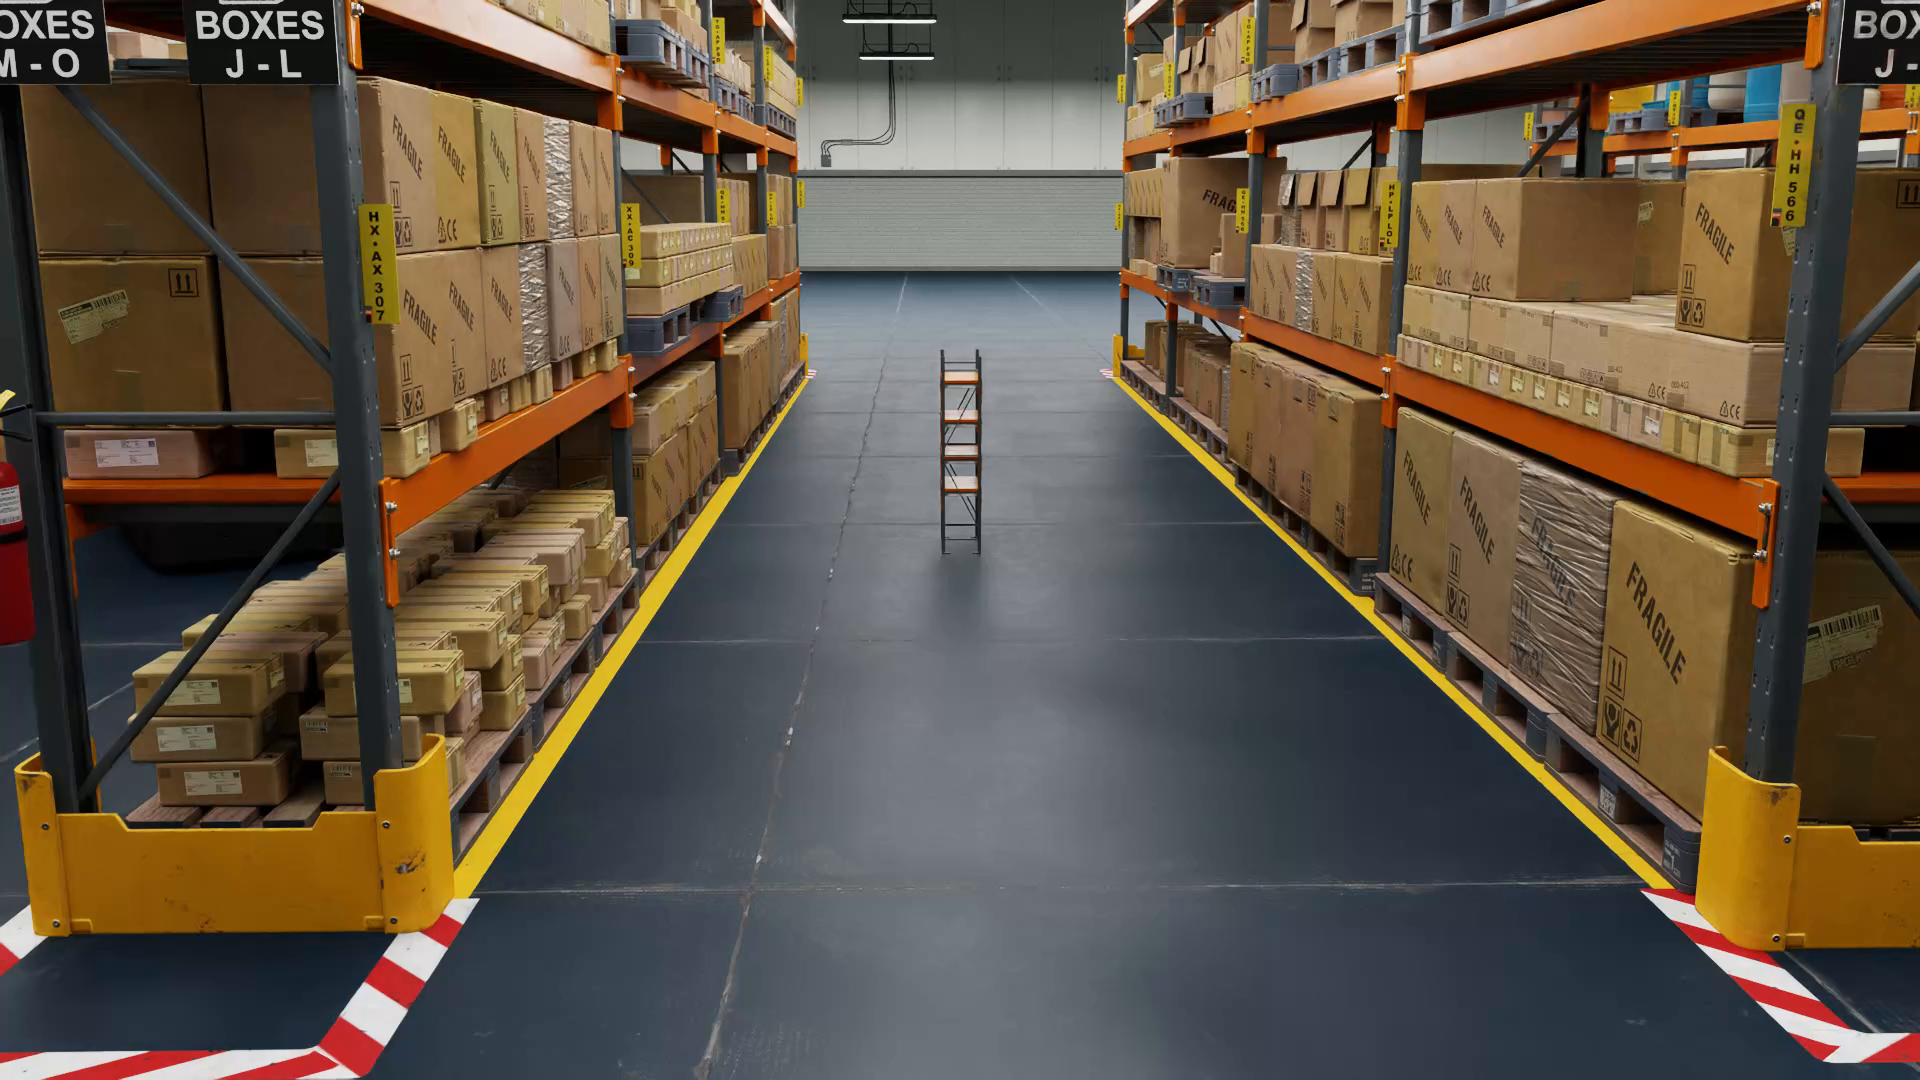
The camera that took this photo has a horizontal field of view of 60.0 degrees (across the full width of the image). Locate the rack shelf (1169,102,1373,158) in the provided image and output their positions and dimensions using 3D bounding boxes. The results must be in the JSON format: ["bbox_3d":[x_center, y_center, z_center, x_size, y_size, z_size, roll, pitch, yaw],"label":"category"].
[{"bbox_3d":[2.607,-3.439,14.233,1.077,0.370,4.000,0,11,-1],"label":"rack shelf"}]

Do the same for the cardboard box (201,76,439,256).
[{"bbox_3d":[-1.891,-1.109,4.966,0.500,0.500,0.500,0,11,-2],"label":"cardboard box"}]

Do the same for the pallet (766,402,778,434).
[{"bbox_3d":[-2.304,-1.199,15.940,1.003,0.211,1.213,0,11,-1],"label":"pallet"}]

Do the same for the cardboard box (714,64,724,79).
[{"bbox_3d":[-2.107,-3.750,12.871,0.500,0.311,0.500,0,11,-1],"label":"cardboard box"}]

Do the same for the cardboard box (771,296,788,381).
[{"bbox_3d":[-2.360,-2.188,18.088,0.875,0.875,0.875,0,11,-1],"label":"cardboard box"}]

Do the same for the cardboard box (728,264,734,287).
[{"bbox_3d":[-1.843,-1.910,12.007,0.380,0.149,0.250,0,11,0],"label":"cardboard box"}]

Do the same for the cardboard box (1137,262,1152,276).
[{"bbox_3d":[2.185,-3.035,18.607,0.380,0.149,0.250,0,11,-1],"label":"cardboard box"}]

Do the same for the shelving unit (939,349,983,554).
[{"bbox_3d":[0.003,-0.555,10.278,0.258,1.200,0.503,0,11,-1],"label":"shelving unit"}]

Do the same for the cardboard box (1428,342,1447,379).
[{"bbox_3d":[2.417,-0.841,7.793,0.380,0.149,0.250,0,11,1],"label":"cardboard box"}]

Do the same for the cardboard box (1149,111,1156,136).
[{"bbox_3d":[2.279,-4.411,17.588,0.500,0.250,0.500,0,11,-2],"label":"cardboard box"}]

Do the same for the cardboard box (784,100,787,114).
[{"bbox_3d":[-2.101,-4.748,18.199,0.380,0.149,0.250,0,11,0],"label":"cardboard box"}]

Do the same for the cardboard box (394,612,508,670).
[{"bbox_3d":[-1.821,0.356,5.880,0.380,0.149,0.250,0,11,-1],"label":"cardboard box"}]

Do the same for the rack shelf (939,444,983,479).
[{"bbox_3d":[0.003,-0.489,10.291,0.258,0.148,0.480,0,11,-1],"label":"rack shelf"}]

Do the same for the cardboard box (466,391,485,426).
[{"bbox_3d":[-1.948,-0.485,6.039,0.380,0.149,0.250,0,11,-2],"label":"cardboard box"}]

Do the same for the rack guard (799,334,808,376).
[{"bbox_3d":[-2.478,-2.294,20.609,1.175,0.500,0.348,0,11,-1],"label":"rack guard"}]

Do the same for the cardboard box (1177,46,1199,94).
[{"bbox_3d":[2.477,-4.352,15.606,0.797,0.503,0.637,-1,11,-4],"label":"cardboard box"}]

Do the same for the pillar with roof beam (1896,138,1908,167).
[{"bbox_3d":[13.667,-8.748,31.045,9.100,9.000,0.400,0,11,-1],"label":"pillar with roof beam"}]

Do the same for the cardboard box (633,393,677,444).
[{"bbox_3d":[-1.994,-0.731,9.962,0.500,0.250,0.500,0,11,0],"label":"cardboard box"}]

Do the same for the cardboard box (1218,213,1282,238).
[{"bbox_3d":[2.694,-2.632,14.670,0.797,0.503,0.637,1,12,5],"label":"cardboard box"}]

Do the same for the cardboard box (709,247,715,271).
[{"bbox_3d":[-1.824,-1.852,10.969,0.380,0.149,0.250,0,11,-2],"label":"cardboard box"}]

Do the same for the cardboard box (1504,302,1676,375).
[{"bbox_3d":[2.503,-0.807,6.622,0.500,0.250,0.500,0,11,-1],"label":"cardboard box"}]

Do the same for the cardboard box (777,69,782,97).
[{"bbox_3d":[-2.148,-4.815,17.526,0.500,0.250,0.500,0,11,-2],"label":"cardboard box"}]

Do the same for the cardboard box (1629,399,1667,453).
[{"bbox_3d":[2.466,-0.382,5.530,0.380,0.149,0.250,0,11,-1],"label":"cardboard box"}]

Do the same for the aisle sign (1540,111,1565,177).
[{"bbox_3d":[7.141,-4.822,20.245,0.394,0.787,0.004,0,11,-1],"label":"aisle sign"}]

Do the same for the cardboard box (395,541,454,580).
[{"bbox_3d":[-2.389,0.102,7.130,0.380,0.149,0.250,-1,11,-4],"label":"cardboard box"}]

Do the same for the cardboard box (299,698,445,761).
[{"bbox_3d":[-1.901,0.607,5.390,0.380,0.149,0.250,0,11,1],"label":"cardboard box"}]

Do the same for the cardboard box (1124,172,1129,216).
[{"bbox_3d":[2.222,-4.089,19.655,0.500,0.500,0.500,0,11,-1],"label":"cardboard box"}]

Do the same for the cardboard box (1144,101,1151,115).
[{"bbox_3d":[2.251,-4.792,18.466,0.380,0.149,0.250,-1,11,-4],"label":"cardboard box"}]

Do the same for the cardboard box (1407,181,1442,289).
[{"bbox_3d":[2.486,-1.473,8.017,0.500,0.500,0.500,0,11,-1],"label":"cardboard box"}]

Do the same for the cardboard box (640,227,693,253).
[{"bbox_3d":[-1.801,-1.790,9.918,0.380,0.149,0.250,0,11,-2],"label":"cardboard box"}]

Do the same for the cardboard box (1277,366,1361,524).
[{"bbox_3d":[2.679,-0.598,10.252,1.225,0.875,0.875,-1,11,-3],"label":"cardboard box"}]

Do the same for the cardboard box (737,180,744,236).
[{"bbox_3d":[-2.366,-3.057,15.318,0.700,0.500,0.500,0,11,-2],"label":"cardboard box"}]

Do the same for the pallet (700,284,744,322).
[{"bbox_3d":[-2.191,-1.689,11.821,1.213,0.211,1.003,0,11,-1],"label":"pallet"}]

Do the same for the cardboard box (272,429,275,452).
[{"bbox_3d":[-2.424,-0.374,5.488,0.380,0.149,0.250,0,11,-2],"label":"cardboard box"}]

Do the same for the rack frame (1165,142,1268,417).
[{"bbox_3d":[2.566,-2.719,16.419,1.000,3.000,0.127,0,11,-1],"label":"rack frame"}]

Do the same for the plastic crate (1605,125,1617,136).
[{"bbox_3d":[7.081,-4.398,17.812,0.243,0.136,0.396,0,11,-1],"label":"plastic crate"}]

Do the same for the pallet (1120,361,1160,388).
[{"bbox_3d":[2.466,-1.971,19.744,1.003,0.211,1.213,0,11,-1],"label":"pallet"}]

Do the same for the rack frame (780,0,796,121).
[{"bbox_3d":[-2.478,-6.454,19.740,1.000,3.000,0.127,0,11,-1],"label":"rack frame"}]

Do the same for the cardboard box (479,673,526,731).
[{"bbox_3d":[-1.833,0.600,6.172,0.380,0.149,0.250,0,11,0],"label":"cardboard box"}]

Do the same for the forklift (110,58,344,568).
[{"bbox_3d":[-4.918,-1.524,10.701,1.130,2.935,3.031,-7,13,-31],"label":"forklift"}]

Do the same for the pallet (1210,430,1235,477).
[{"bbox_3d":[2.634,-0.713,13.543,1.003,0.211,1.213,0,11,-1],"label":"pallet"}]

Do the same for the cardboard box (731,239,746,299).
[{"bbox_3d":[-2.075,-2.265,13.926,0.500,0.500,0.500,0,11,-1],"label":"cardboard box"}]

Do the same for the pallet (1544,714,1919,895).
[{"bbox_3d":[2.719,0.874,5.720,1.003,0.211,1.213,0,11,-1],"label":"pallet"}]

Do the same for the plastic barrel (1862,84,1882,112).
[{"bbox_3d":[7.341,-3.599,13.557,0.301,0.262,0.301,0,11,0],"label":"plastic barrel"}]

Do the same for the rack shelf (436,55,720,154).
[{"bbox_3d":[-2.271,-2.644,10.312,1.077,0.370,4.000,0,11,-1],"label":"rack shelf"}]

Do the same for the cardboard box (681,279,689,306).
[{"bbox_3d":[-1.795,-1.446,9.720,0.380,0.149,0.250,0,11,-1],"label":"cardboard box"}]

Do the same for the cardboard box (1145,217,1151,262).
[{"bbox_3d":[2.565,-3.401,18.781,0.875,0.500,0.500,0,11,-1],"label":"cardboard box"}]

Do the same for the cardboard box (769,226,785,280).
[{"bbox_3d":[-2.342,-3.083,17.834,0.875,0.550,0.550,0,11,-1],"label":"cardboard box"}]

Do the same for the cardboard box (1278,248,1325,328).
[{"bbox_3d":[2.414,-1.671,11.001,0.500,0.500,0.500,0,11,-2],"label":"cardboard box"}]

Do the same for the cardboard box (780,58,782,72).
[{"bbox_3d":[-2.090,-5.038,17.624,0.380,0.149,0.250,0,11,-1],"label":"cardboard box"}]

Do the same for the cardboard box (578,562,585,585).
[{"bbox_3d":[-1.957,0.135,7.714,0.380,0.149,0.250,0,11,-1],"label":"cardboard box"}]

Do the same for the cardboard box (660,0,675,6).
[{"bbox_3d":[-1.997,-3.483,10.463,0.396,0.266,0.258,0,11,-1],"label":"cardboard box"}]

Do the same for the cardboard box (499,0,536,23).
[{"bbox_3d":[-1.931,-2.130,6.348,0.500,0.250,0.500,0,11,-1],"label":"cardboard box"}]

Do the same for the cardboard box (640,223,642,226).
[{"bbox_3d":[-2.496,-2.205,11.961,0.380,0.149,0.250,0,11,-1],"label":"cardboard box"}]

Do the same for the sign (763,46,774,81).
[{"bbox_3d":[-1.853,-4.601,16.057,0.100,0.325,0.005,0,11,-1],"label":"sign"}]

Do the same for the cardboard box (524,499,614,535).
[{"bbox_3d":[-1.917,-0.109,8.169,0.380,0.149,0.250,0,11,0],"label":"cardboard box"}]
